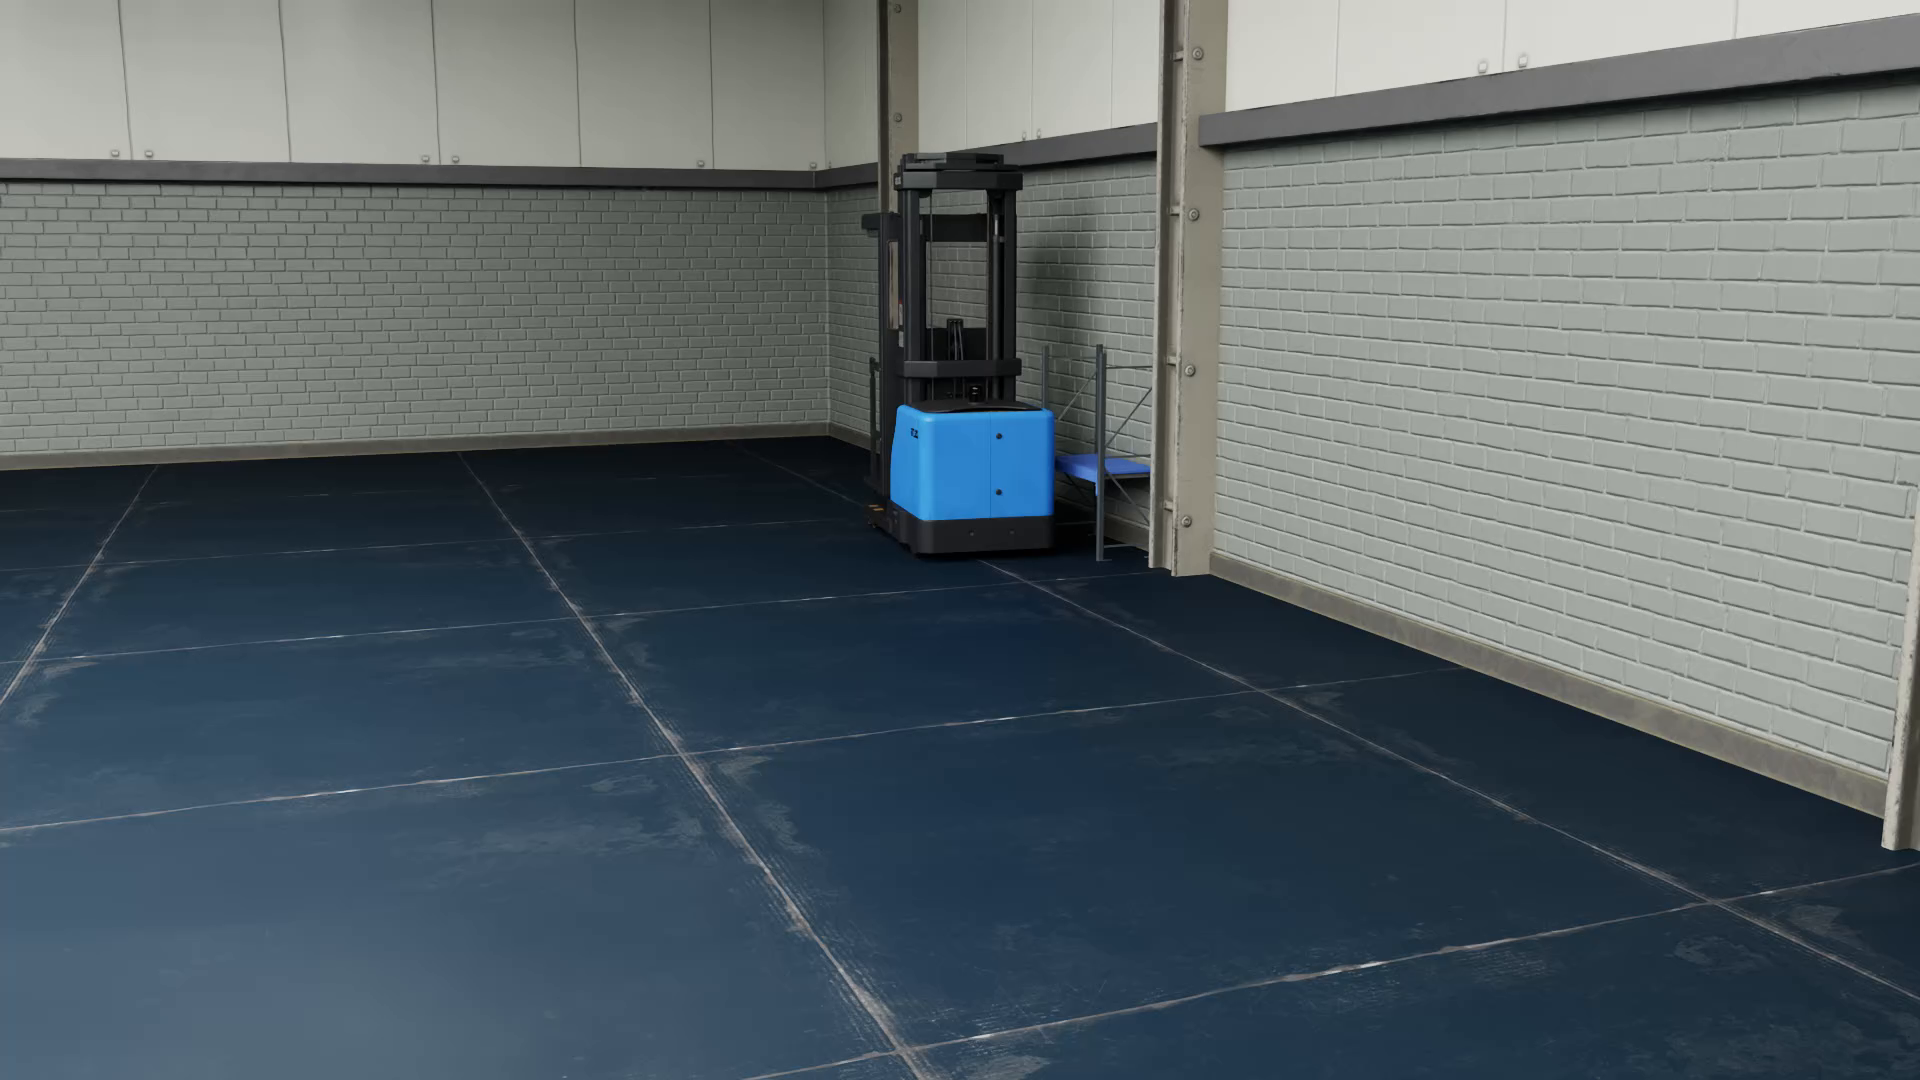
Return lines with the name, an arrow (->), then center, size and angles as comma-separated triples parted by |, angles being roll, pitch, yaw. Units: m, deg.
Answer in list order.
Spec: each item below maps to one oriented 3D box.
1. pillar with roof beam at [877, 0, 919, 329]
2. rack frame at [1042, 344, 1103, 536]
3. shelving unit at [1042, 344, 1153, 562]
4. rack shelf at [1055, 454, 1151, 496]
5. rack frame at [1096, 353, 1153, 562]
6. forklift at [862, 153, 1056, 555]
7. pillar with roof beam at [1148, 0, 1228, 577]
pillar with roof beam -> -4.630, -4.925, 14.915 | 9.100, 9.000, 0.400 | -4, 11, -21
rack frame -> 0.869, -0.767, 12.948 | 0.500, 1.500, 0.032 | -4, 11, -20
shelving unit -> 1.048, -0.683, 12.480 | 0.538, 1.500, 1.048 | -4, 11, -20
rack shelf -> 1.048, -0.506, 12.511 | 0.538, 0.185, 1.000 | -4, 11, -20
rack frame -> 1.227, -0.600, 12.012 | 0.500, 1.500, 0.032 | -4, 11, -20
forklift -> -0.159, -1.550, 13.262 | 1.130, 2.935, 3.031 | -3, 10, -14
pillar with roof beam -> -2.456, -3.946, 9.409 | 9.100, 9.000, 0.400 | -4, 11, -21
